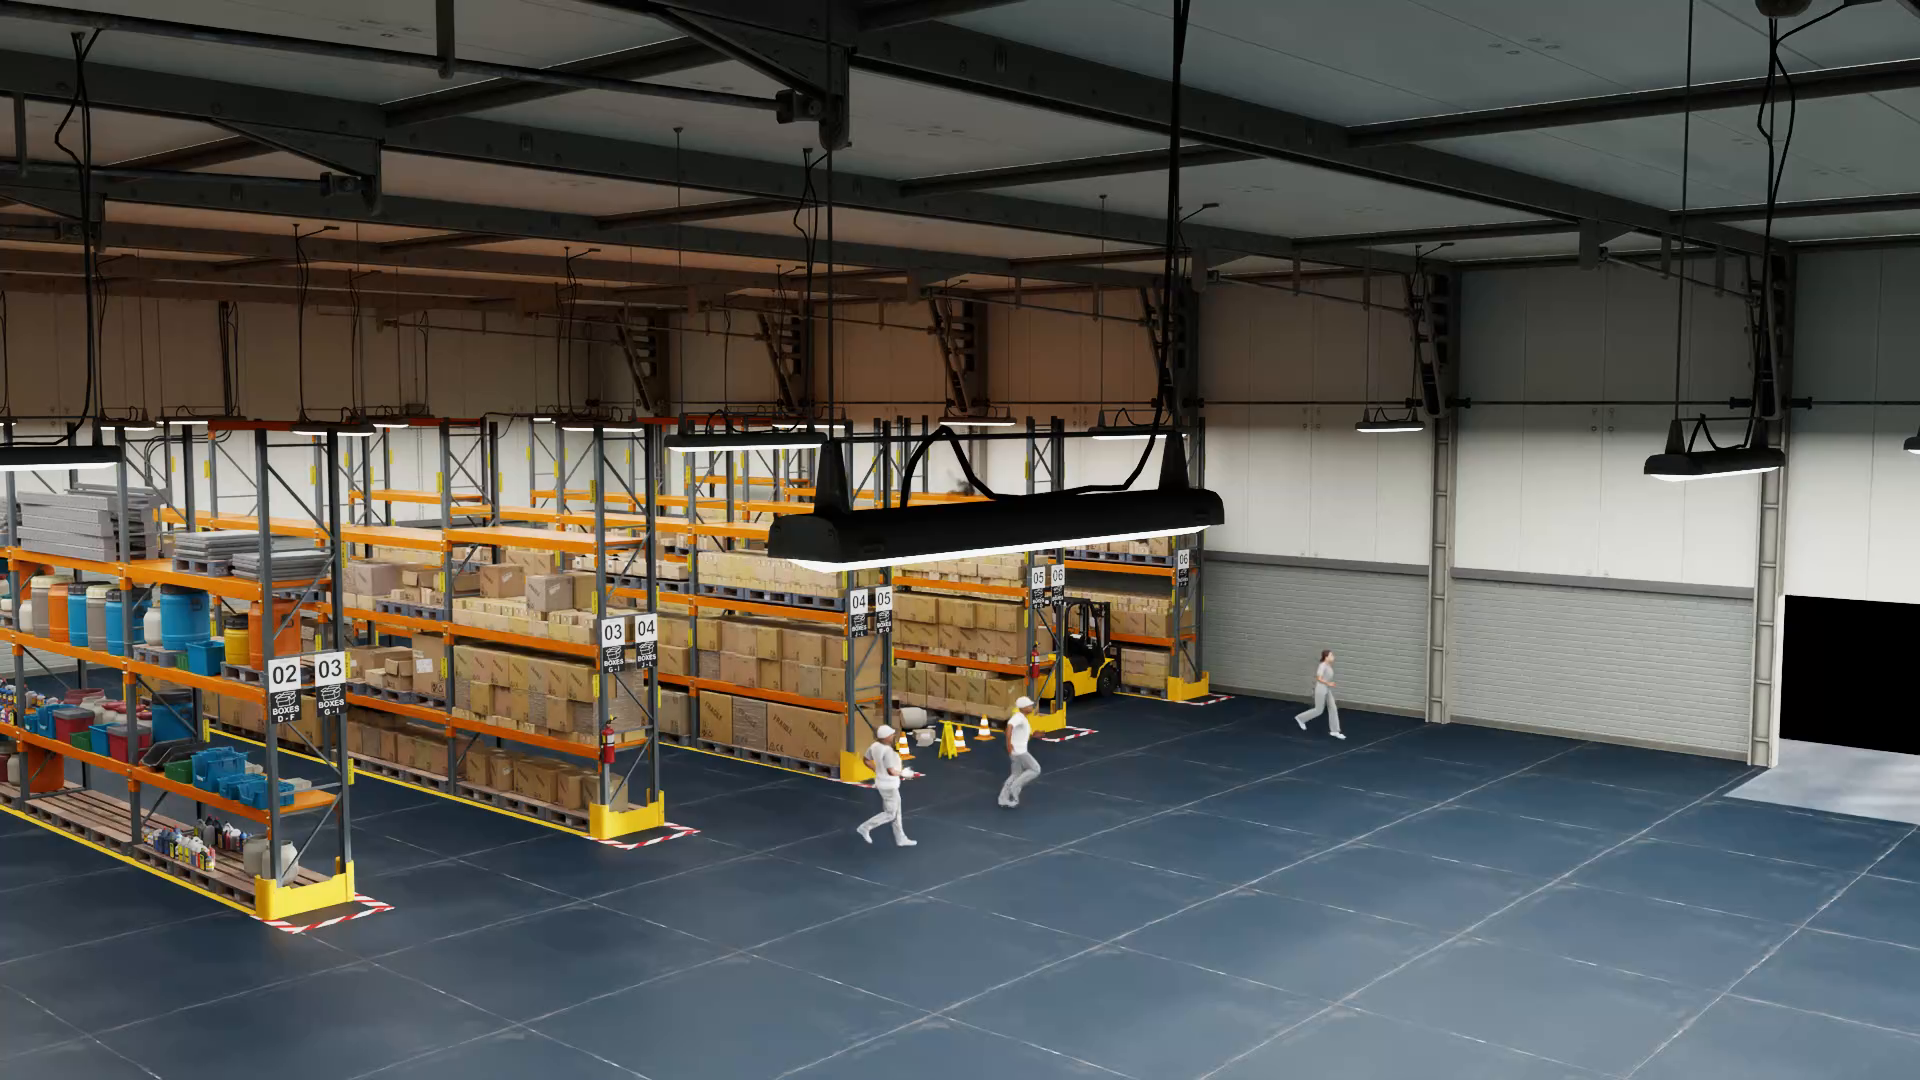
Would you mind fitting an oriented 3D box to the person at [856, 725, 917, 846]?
[{"bbox_3d":[-1.044,3.488,23.483,0.940,1.772,0.682,-2,5,-22],"label":"person"}]

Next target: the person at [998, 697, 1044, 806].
[{"bbox_3d":[0.960,3.302,25.942,0.745,1.707,0.744,0,5,-3],"label":"person"}]

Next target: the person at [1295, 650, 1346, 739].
[{"bbox_3d":[6.842,2.890,31.457,0.991,1.664,0.587,3,5,29],"label":"person"}]
